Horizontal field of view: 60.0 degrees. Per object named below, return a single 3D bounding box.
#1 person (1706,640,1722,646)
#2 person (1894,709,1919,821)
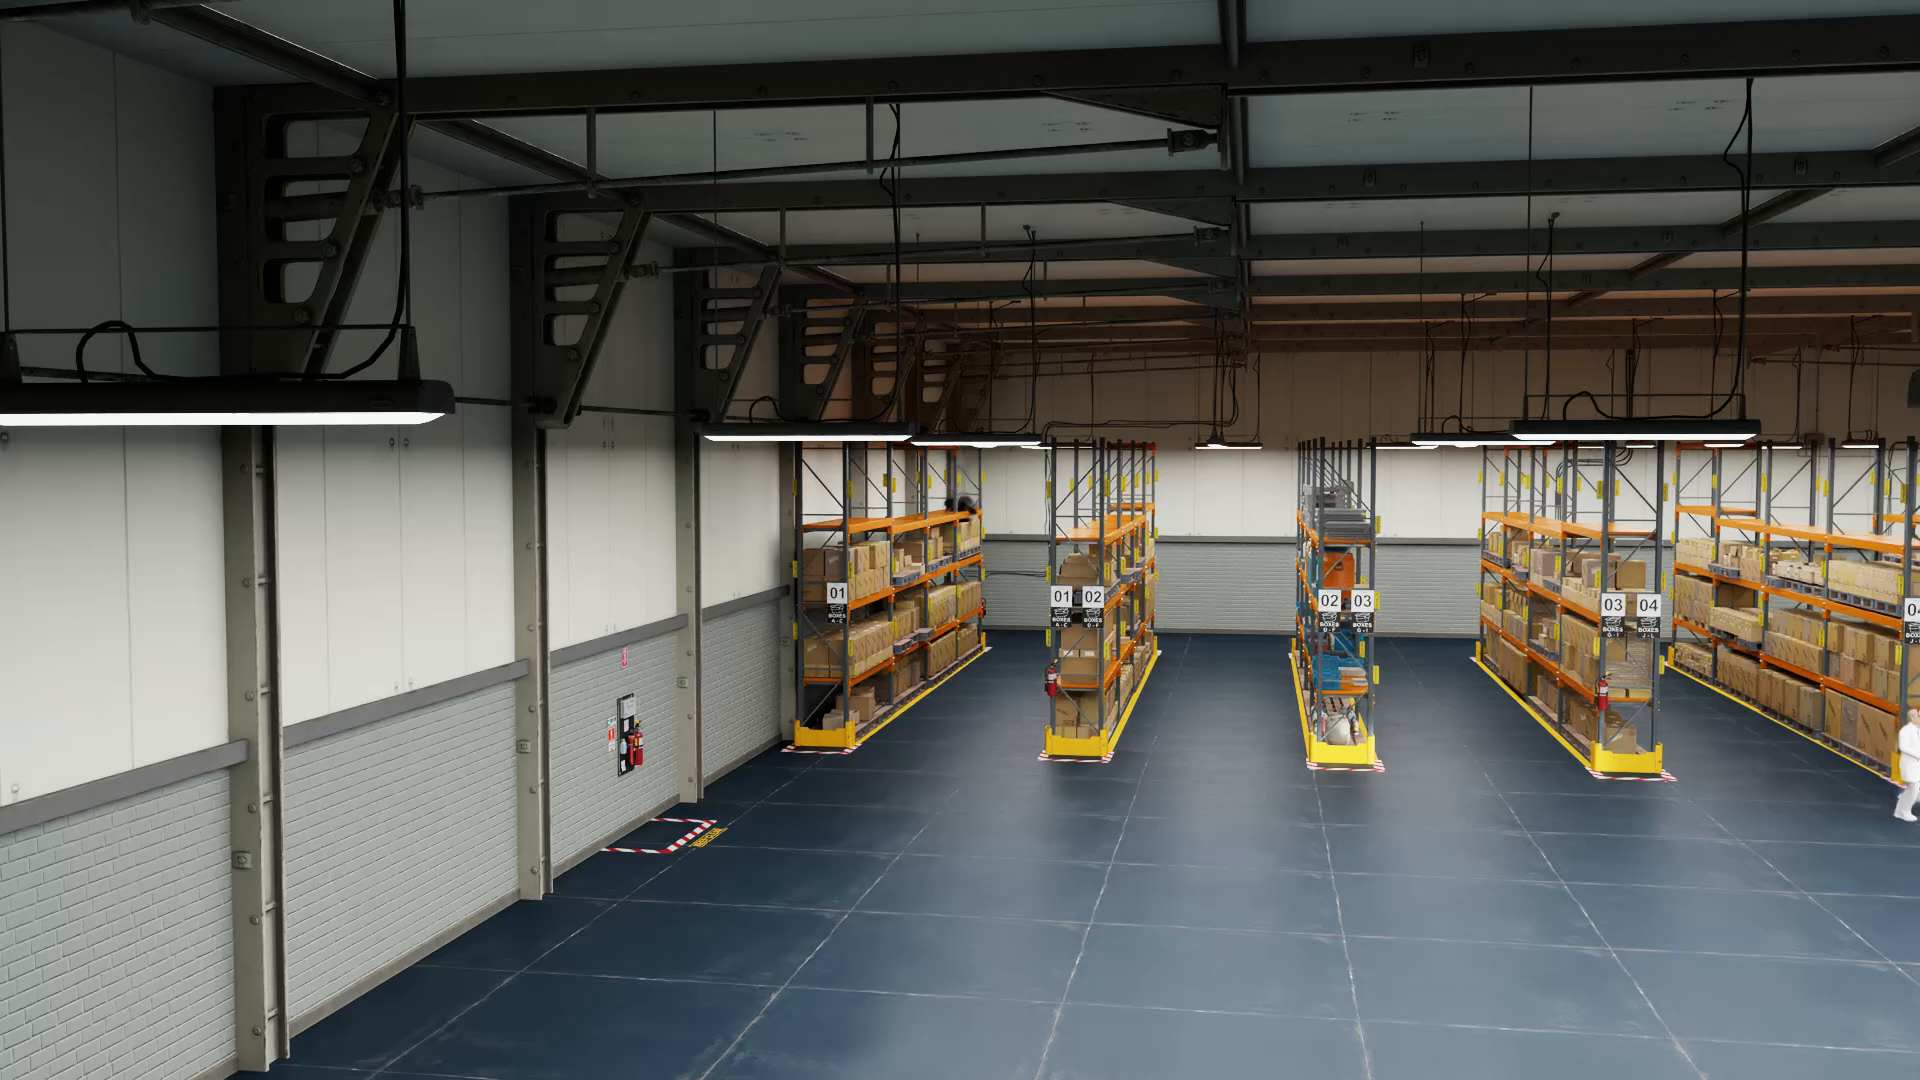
[{"bbox_3d":[20.749,2.545,45.491,0.794,1.552,0.458,-2,4,-31],"label":"person"},{"bbox_3d":[14.826,3.482,25.746,0.750,1.742,0.642,-2,4,-32],"label":"person"}]
